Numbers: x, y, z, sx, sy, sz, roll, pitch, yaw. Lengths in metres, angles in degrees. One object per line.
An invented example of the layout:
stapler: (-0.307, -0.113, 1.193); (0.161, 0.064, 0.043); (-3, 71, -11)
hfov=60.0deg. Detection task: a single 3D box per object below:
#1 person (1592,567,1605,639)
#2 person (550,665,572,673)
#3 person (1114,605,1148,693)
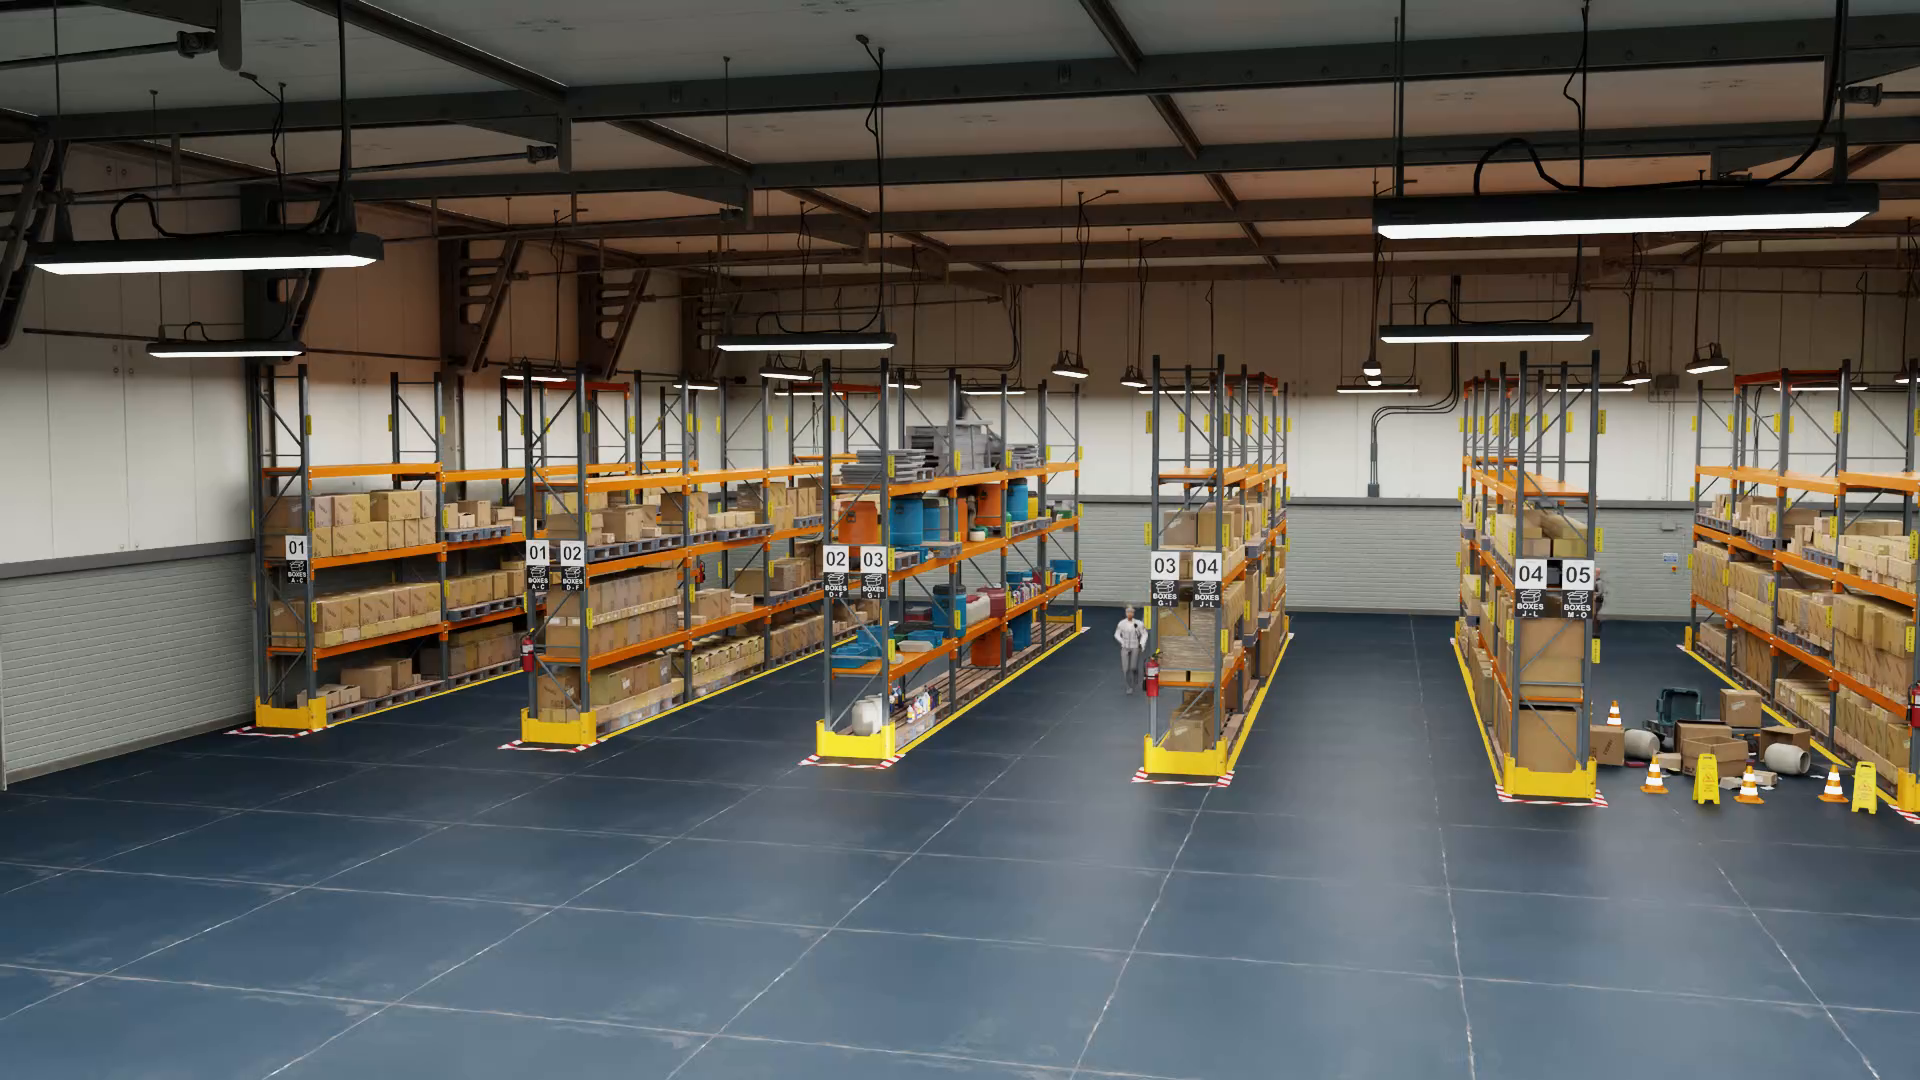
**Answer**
person: (14.847, 1.479, 38.999); (0.575, 1.674, 0.653); (0, 4, -3)
person: (-7.621, 1.910, 31.767); (0.705, 1.802, 1.046); (0, 4, 6)
person: (3.187, 2.034, 31.113); (0.612, 1.658, 0.524); (1, 4, 12)
